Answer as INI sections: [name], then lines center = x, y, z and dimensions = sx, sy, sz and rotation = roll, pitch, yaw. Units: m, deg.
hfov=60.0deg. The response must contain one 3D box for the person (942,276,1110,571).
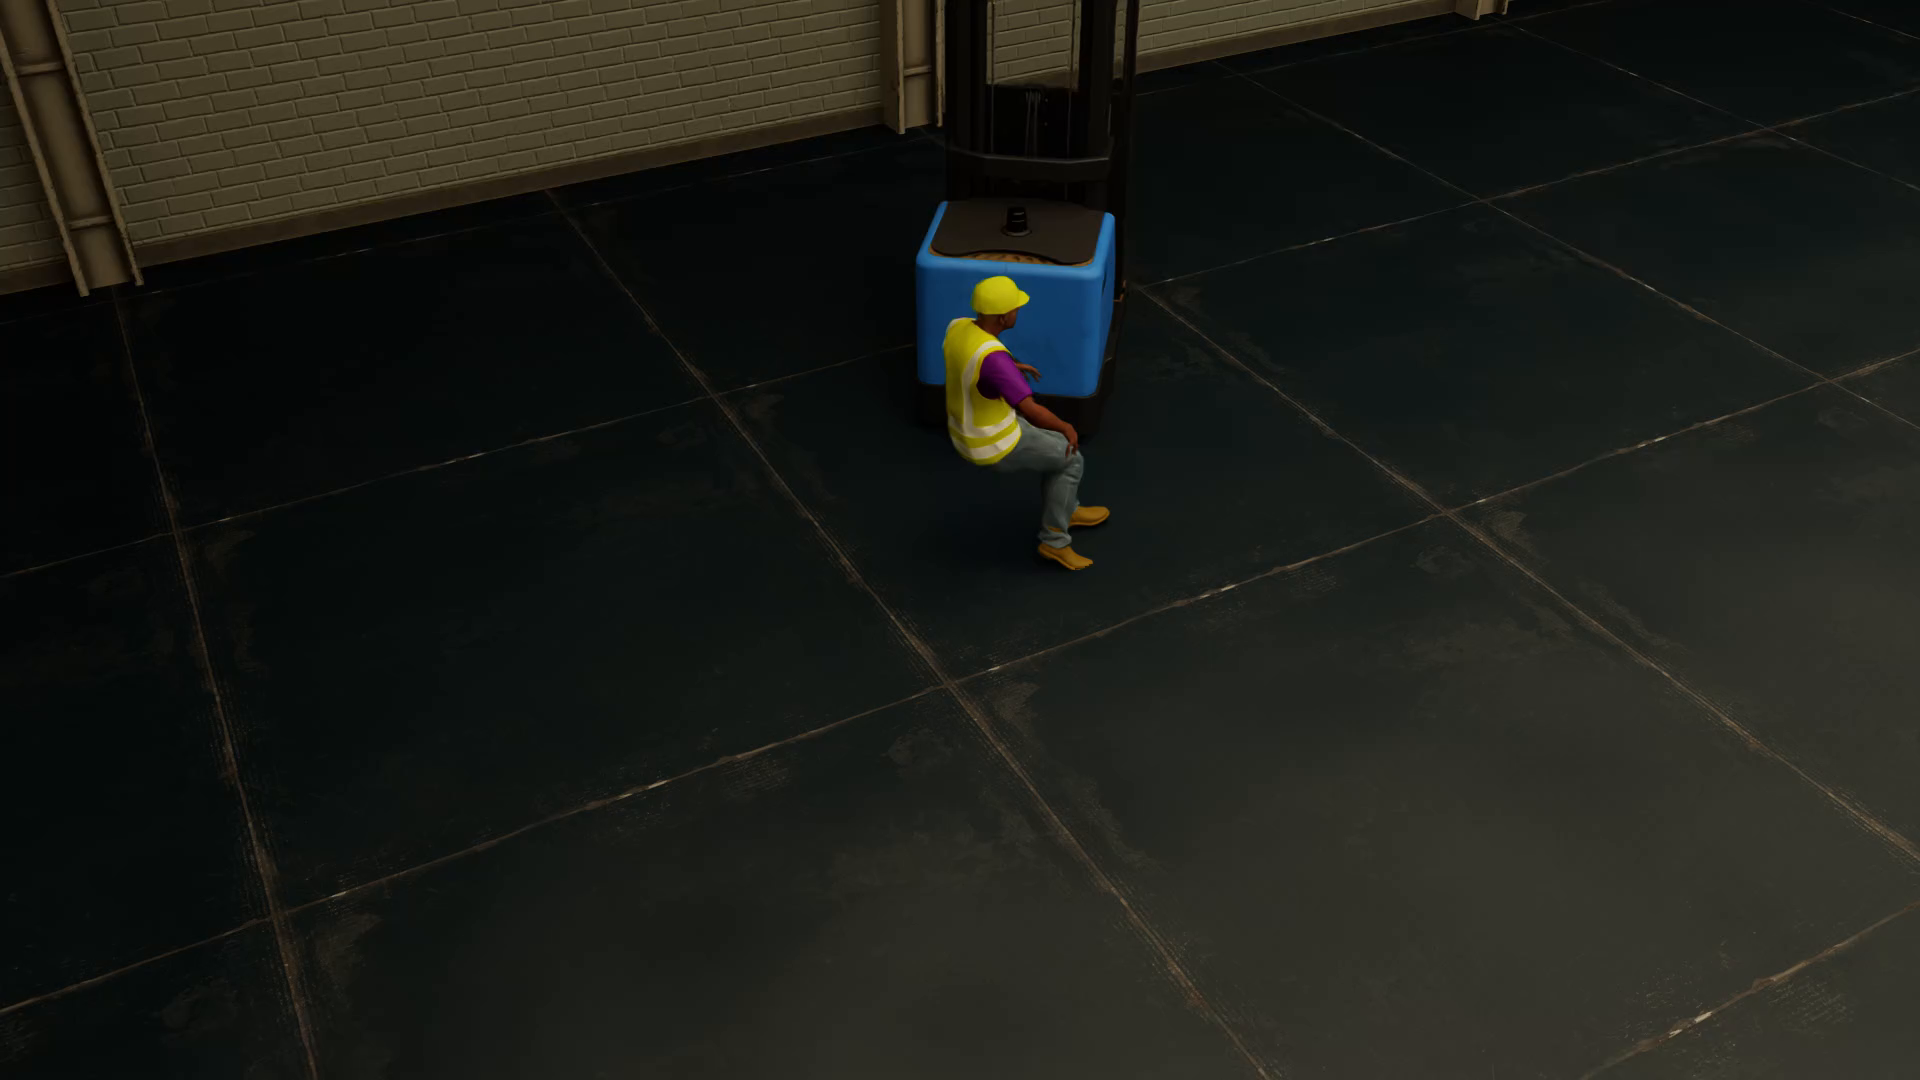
[person]
center = 0.359, -0.635, 8.281
dimensions = 0.879, 1.540, 0.865
rotation = -18, 39, -23

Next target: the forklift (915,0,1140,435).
[forklift]
center = 0.499, -2.633, 9.848
dimensions = 1.130, 2.935, 3.031
rotation = 6, 36, 8
